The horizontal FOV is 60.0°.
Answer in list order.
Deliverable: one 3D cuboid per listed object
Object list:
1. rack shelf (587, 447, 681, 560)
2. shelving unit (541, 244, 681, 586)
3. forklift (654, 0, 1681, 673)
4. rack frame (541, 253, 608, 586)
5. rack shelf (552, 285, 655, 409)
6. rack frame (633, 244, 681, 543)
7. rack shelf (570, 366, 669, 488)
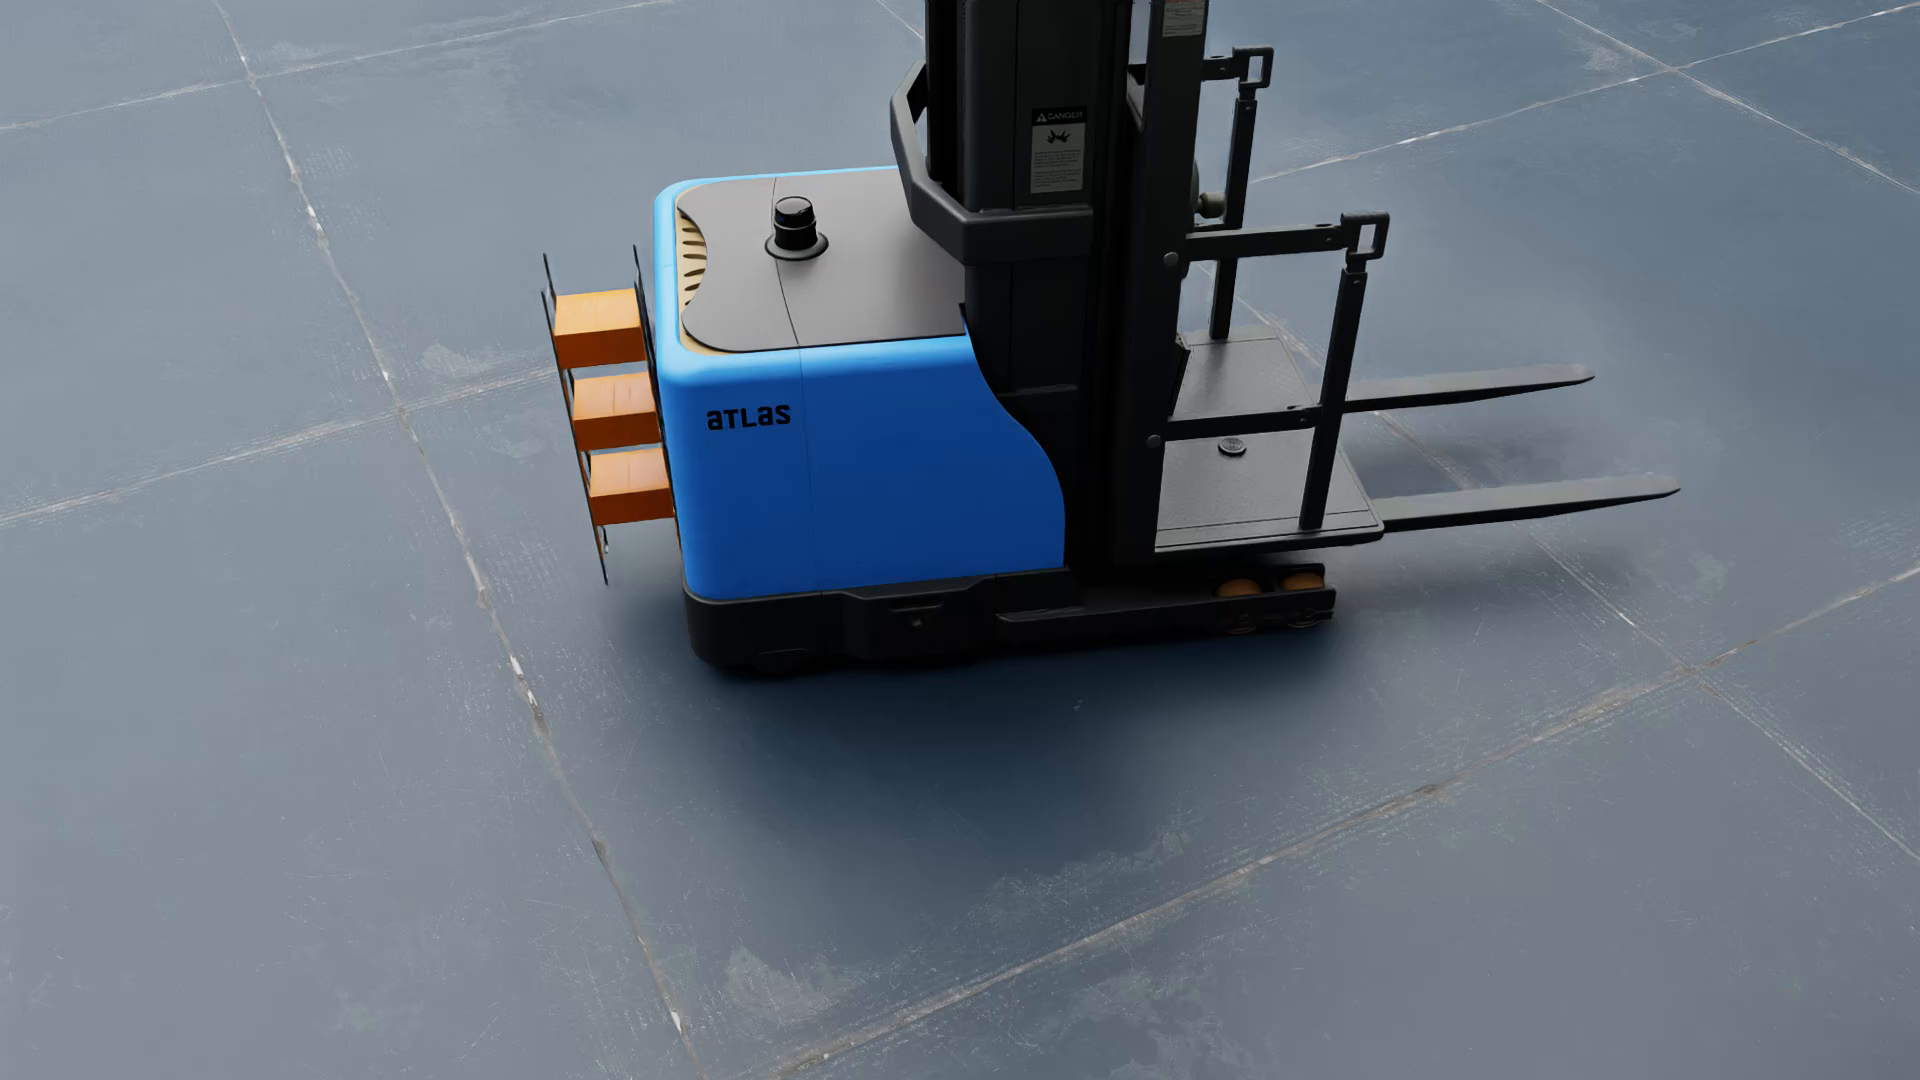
[{"bbox_3d":[-0.981,-0.119,5.019,0.240,0.259,0.215,-7,41,-6],"label":"rack shelf"},{"bbox_3d":[-0.988,-0.338,4.832,0.252,1.050,0.215,-7,41,-6],"label":"shelving unit"},{"bbox_3d":[0.664,-1.174,4.369,3.031,2.935,1.130,-5,41,-6],"label":"forklift"},{"bbox_3d":[-1.109,-0.323,4.819,0.008,1.050,0.200,-7,41,-6],"label":"rack frame"},{"bbox_3d":[-0.995,-0.546,4.654,0.240,0.259,0.215,-7,41,-6],"label":"rack shelf"},{"bbox_3d":[-0.868,-0.353,4.844,0.008,1.050,0.200,-7,41,-6],"label":"rack frame"},{"bbox_3d":[-0.988,-0.330,4.838,0.240,0.259,0.215,-7,41,-6],"label":"rack shelf"}]
